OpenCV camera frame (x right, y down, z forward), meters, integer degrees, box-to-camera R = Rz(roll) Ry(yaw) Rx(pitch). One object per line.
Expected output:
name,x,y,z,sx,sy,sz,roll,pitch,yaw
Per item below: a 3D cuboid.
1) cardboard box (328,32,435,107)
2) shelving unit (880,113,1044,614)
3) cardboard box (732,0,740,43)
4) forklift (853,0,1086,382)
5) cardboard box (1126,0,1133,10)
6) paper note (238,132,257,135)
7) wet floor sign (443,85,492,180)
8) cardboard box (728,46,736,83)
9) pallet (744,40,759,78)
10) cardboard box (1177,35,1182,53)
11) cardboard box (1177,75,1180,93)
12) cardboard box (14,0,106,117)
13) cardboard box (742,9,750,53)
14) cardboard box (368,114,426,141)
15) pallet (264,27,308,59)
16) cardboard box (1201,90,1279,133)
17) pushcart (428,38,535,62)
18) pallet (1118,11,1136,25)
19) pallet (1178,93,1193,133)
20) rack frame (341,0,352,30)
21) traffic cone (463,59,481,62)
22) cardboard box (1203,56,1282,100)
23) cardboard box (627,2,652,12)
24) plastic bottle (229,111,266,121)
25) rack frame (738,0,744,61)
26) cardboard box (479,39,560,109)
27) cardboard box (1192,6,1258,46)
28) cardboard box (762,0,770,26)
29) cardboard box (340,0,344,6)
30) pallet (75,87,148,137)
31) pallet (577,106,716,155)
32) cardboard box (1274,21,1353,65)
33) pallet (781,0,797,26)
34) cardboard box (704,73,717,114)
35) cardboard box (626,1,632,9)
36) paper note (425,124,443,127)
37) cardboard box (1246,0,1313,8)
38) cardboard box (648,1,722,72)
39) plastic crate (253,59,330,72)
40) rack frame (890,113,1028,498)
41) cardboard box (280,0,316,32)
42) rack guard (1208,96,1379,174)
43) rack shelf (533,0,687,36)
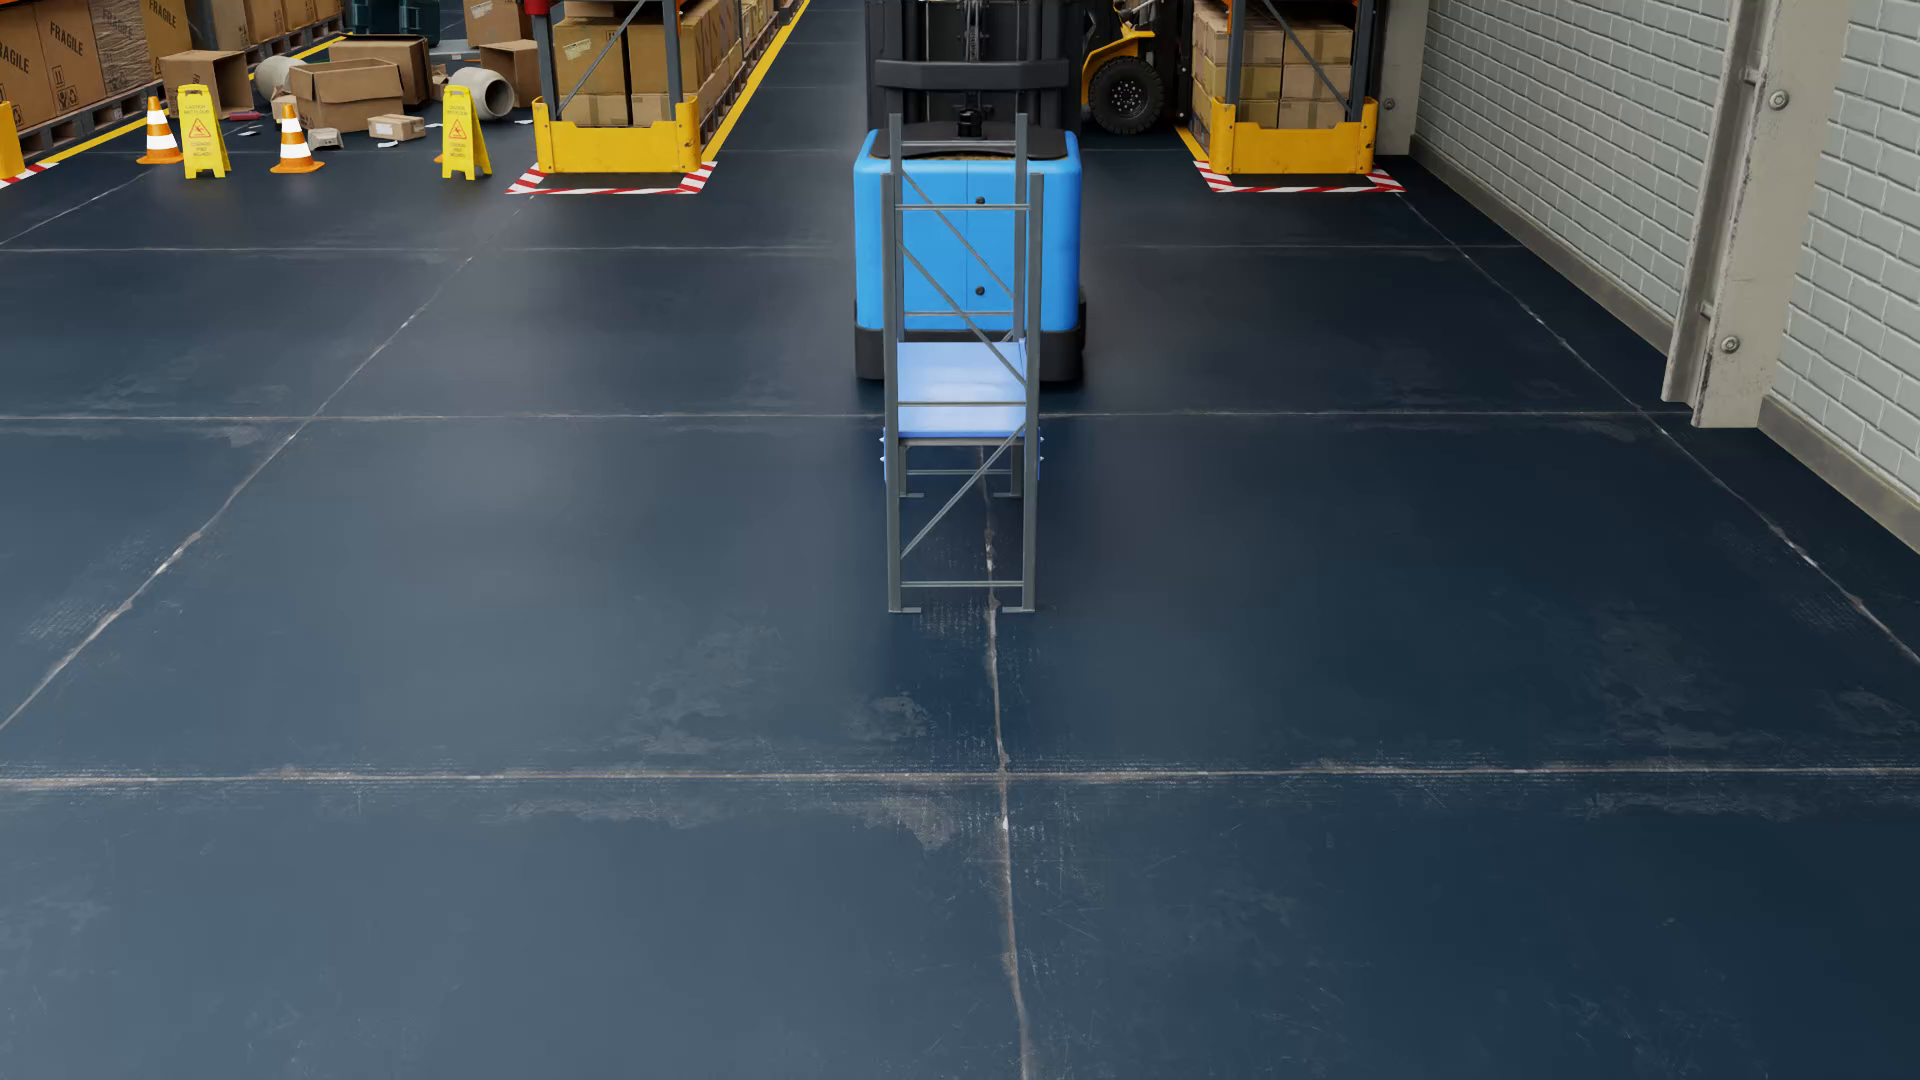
cardboard box,-5.089,-4.126,14.598,0.797,0.637,0.503,0,24,-1
shelving unit,0.001,-0.648,5.863,0.538,1.500,1.048,0,24,-1
cardboard box,-2.289,-4.790,15.118,0.500,0.500,0.500,-1,24,-1
forklift,0.079,-2.632,8.513,1.130,2.935,3.031,1,24,2
cardboard box,2.349,-6.277,18.860,0.875,0.625,0.625,1,24,1
paper note,-5.788,-3.323,13.563,0.144,0.017,0.142,8,26,18
wet floor sign,-3.588,-2.948,11.986,0.267,0.644,0.232,8,26,18
cardboard box,-2.273,-4.229,14.788,0.500,0.250,0.500,-1,24,-2
pallet,-2.574,-4.803,16.613,1.003,0.211,1.213,0,24,-1
cardboard box,2.102,-4.119,13.938,0.500,0.250,0.500,0,24,-1
cardboard box,2.102,-3.884,14.024,0.500,0.250,0.500,1,24,1
cardboard box,-7.554,-3.905,13.313,0.875,0.875,0.875,-1,24,-1
cardboard box,-2.572,-4.963,16.262,0.950,0.372,0.625,0,24,0
cardboard box,-4.554,-3.336,13.446,0.380,0.149,0.250,13,27,27
pallet,-7.612,-5.240,17.579,1.003,0.211,1.213,0,24,-1
cardboard box,2.122,-3.259,12.642,0.500,0.250,0.500,0,24,0
pushcart,-4.843,-4.527,15.801,1.648,0.377,0.936,-9,26,-19
pallet,2.326,-5.815,18.850,1.003,0.211,1.213,0,24,-1
pallet,2.383,-3.674,14.117,1.003,0.211,1.213,0,24,-1
rack frame,-7.556,-7.337,18.832,1.000,3.000,0.127,0,24,-1
traffic cone,-4.980,-5.216,17.222,0.336,0.463,0.334,0,24,-1
cardboard box,2.125,-3.494,12.555,0.500,0.250,0.500,-1,24,-1
cardboard box,-2.797,-4.136,13.673,0.500,0.500,0.500,-1,24,-2
plastic bottle,-6.070,-3.614,14.167,0.283,0.061,0.133,-9,26,-19
rack frame,-2.564,-5.752,15.329,1.000,3.000,0.127,0,24,-1
cardboard box,-3.913,-4.167,14.854,0.500,0.500,0.500,19,30,35
cardboard box,2.100,-4.129,13.353,0.500,0.250,0.500,0,24,0
cardboard box,-2.595,-5.858,18.241,0.950,0.372,0.625,-1,24,-2
cardboard box,-7.309,-6.682,19.908,0.500,0.500,0.500,-1,24,-3
pallet,-7.566,-3.600,13.954,1.003,0.211,1.213,0,24,-1
pallet,-2.494,-3.200,13.069,1.003,0.211,1.213,0,24,-1
cardboard box,2.627,-3.721,12.451,0.500,0.250,0.500,-1,24,-1
pallet,-2.541,-6.455,20.267,1.003,0.211,1.213,0,24,-1
cardboard box,-2.250,-3.587,13.367,0.500,0.250,0.500,1,24,1
cardboard box,-2.861,-4.372,13.407,0.380,0.149,0.250,1,24,2
paper note,-4.380,-3.477,13.916,0.148,0.019,0.142,8,26,18
cardboard box,2.625,-4.344,13.829,0.500,0.250,0.500,-1,24,-2
cardboard box,-2.261,-4.150,13.703,0.500,0.500,0.500,0,24,0
plastic crate,-6.200,-4.368,15.610,0.450,0.188,0.662,3,22,31
rack frame,-0.005,-0.858,6.326,0.500,1.500,0.032,0,24,-1
cardboard box,-7.626,-5.892,17.857,1.050,0.750,0.750,0,24,0
rack guard,2.444,-2.979,12.231,1.175,0.500,0.348,0,24,-1
rack shelf,-2.542,-4.601,13.655,1.077,0.370,4.000,0,24,-1
